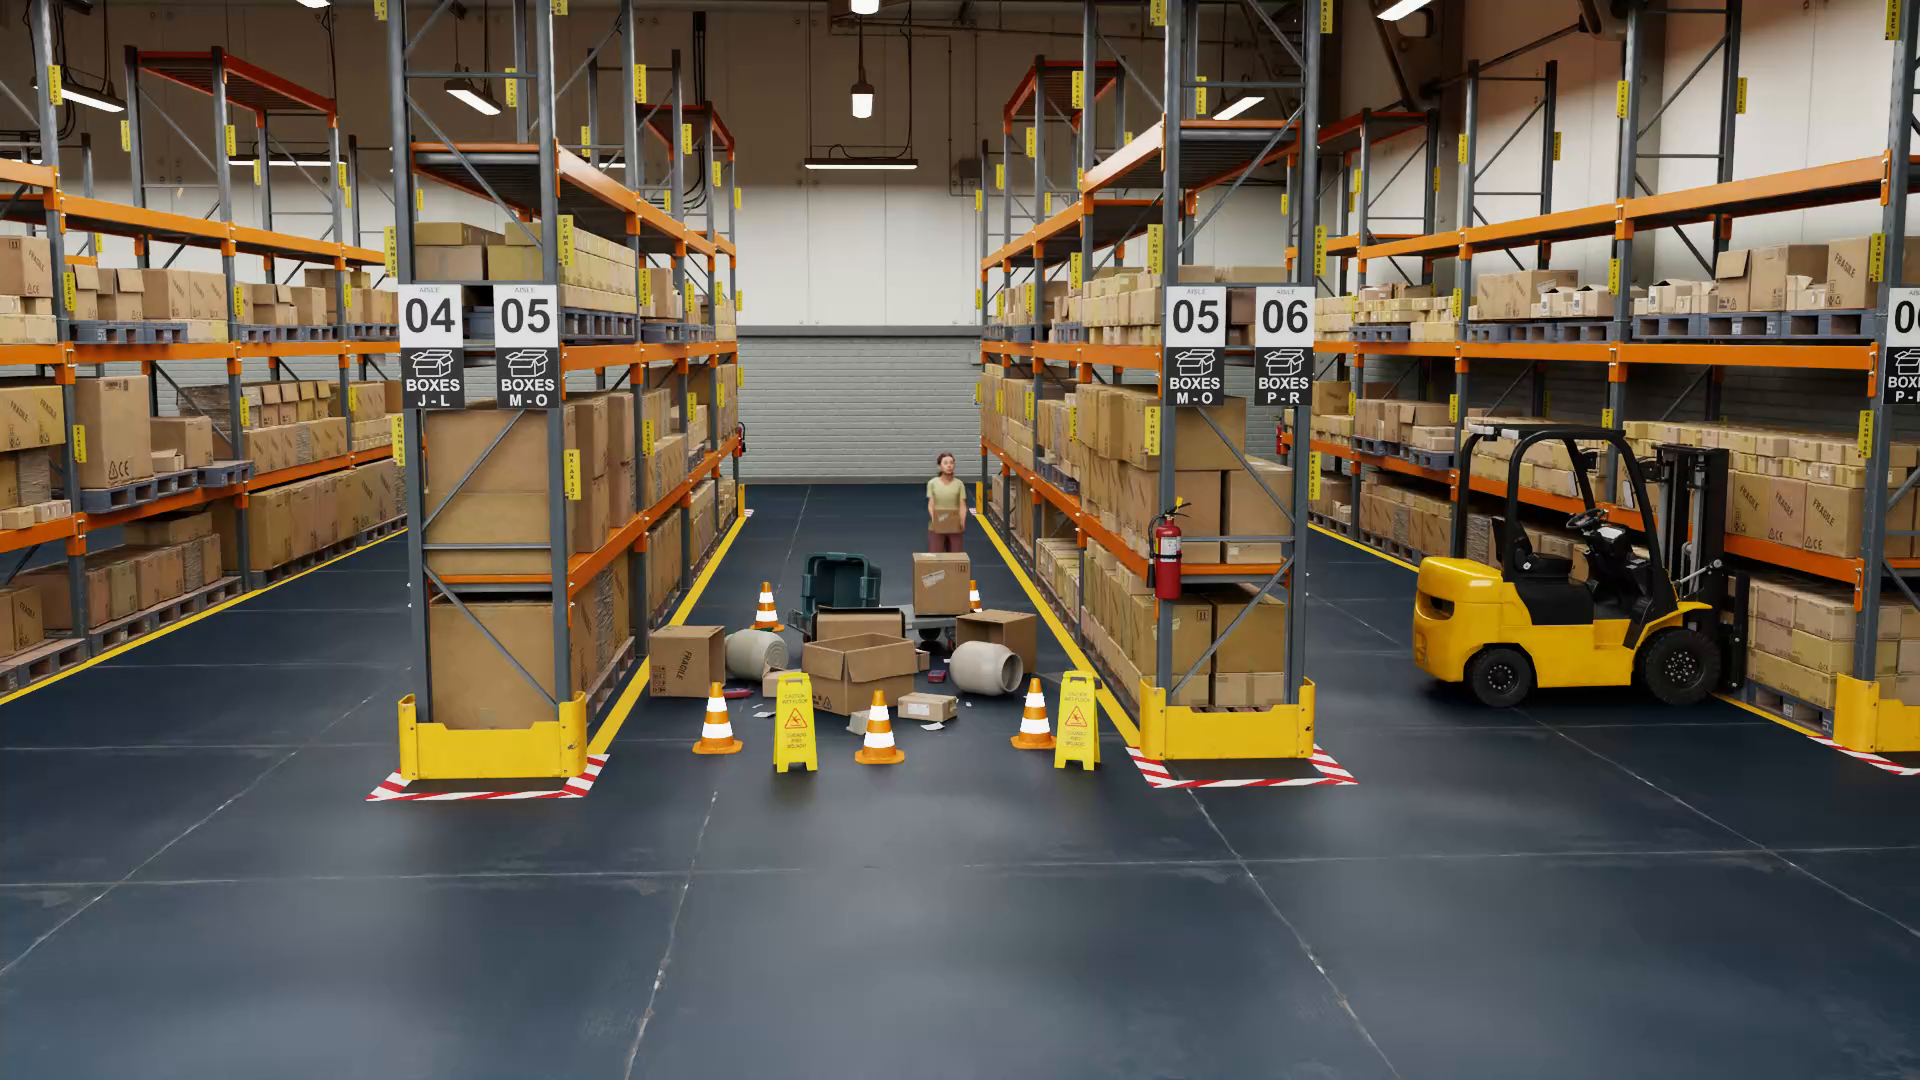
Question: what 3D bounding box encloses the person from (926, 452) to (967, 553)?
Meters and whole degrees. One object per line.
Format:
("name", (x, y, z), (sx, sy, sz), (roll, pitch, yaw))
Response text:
("person", (-0.133, -0.066, 17.356), (0.438, 1.659, 0.543), (-1, 7, -12))
